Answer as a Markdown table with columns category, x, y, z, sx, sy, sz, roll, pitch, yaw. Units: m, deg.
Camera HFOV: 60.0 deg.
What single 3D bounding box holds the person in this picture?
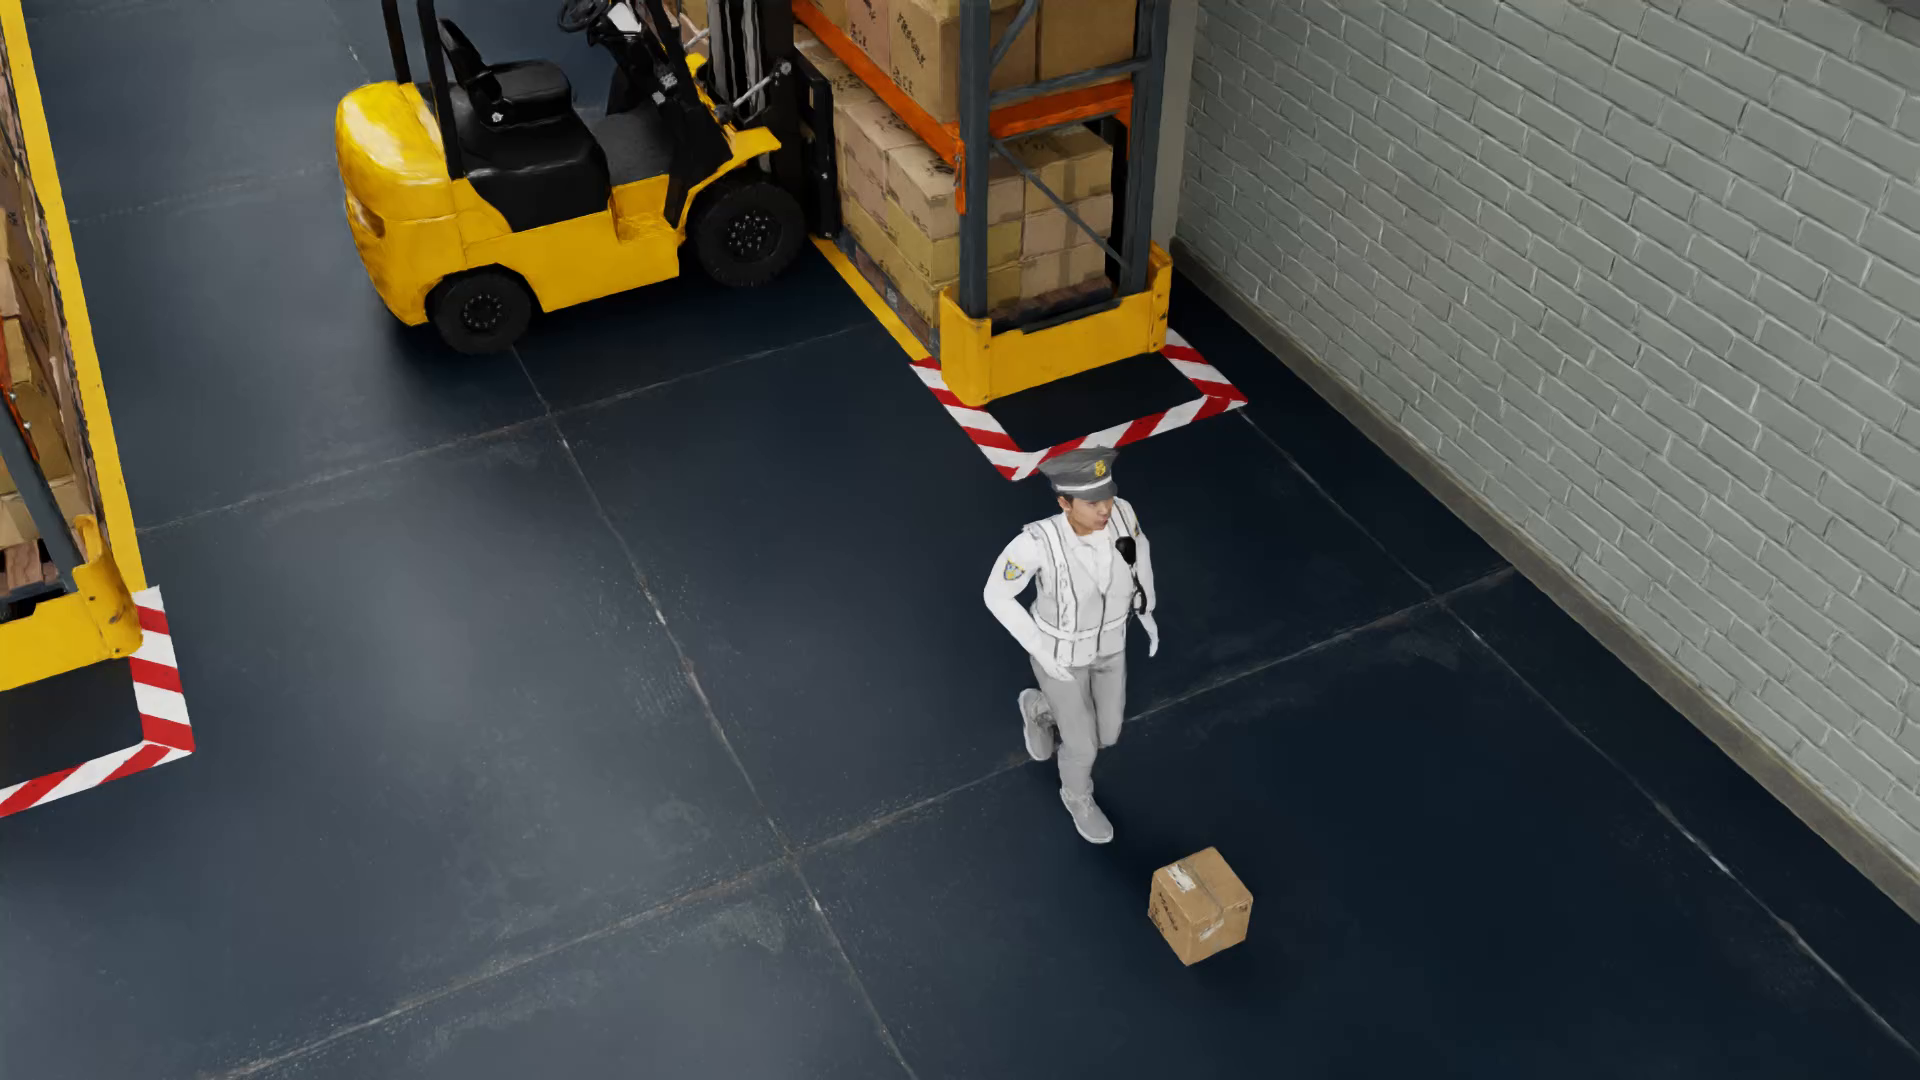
| category | x | y | z | sx | sy | sz | roll | pitch | yaw |
| --- | --- | --- | --- | --- | --- | --- | --- | --- | --- |
| person | 0.400 | 0.331 | 5.777 | 0.631 | 1.662 | 0.598 | -20 | 45 | -21 |
